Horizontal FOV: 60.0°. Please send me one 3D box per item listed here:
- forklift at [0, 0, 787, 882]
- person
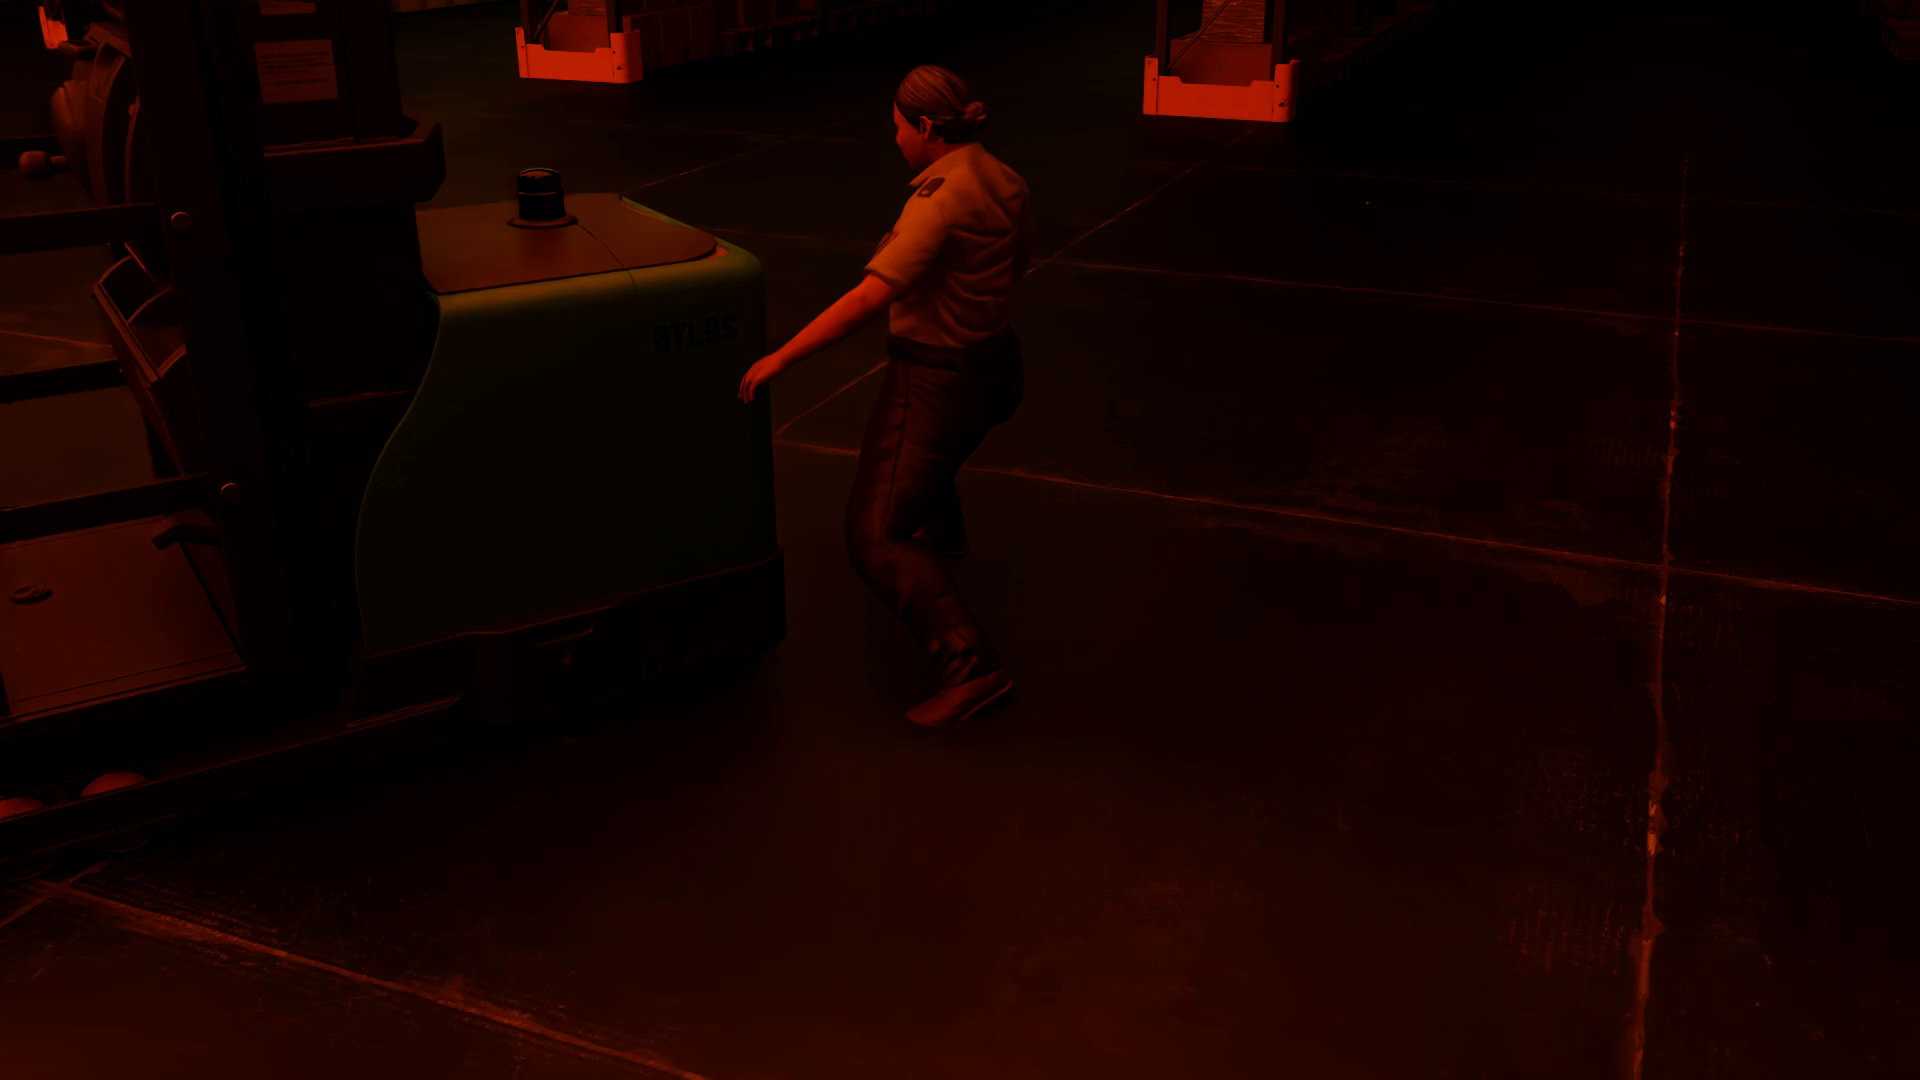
[{"bbox_3d":[-1.969,-0.884,3.408,3.031,2.935,1.130,-14,26,-30],"label":"forklift"},{"bbox_3d":[-0.096,-0.418,4.213,0.779,1.525,0.928,12,26,27],"label":"person"}]
